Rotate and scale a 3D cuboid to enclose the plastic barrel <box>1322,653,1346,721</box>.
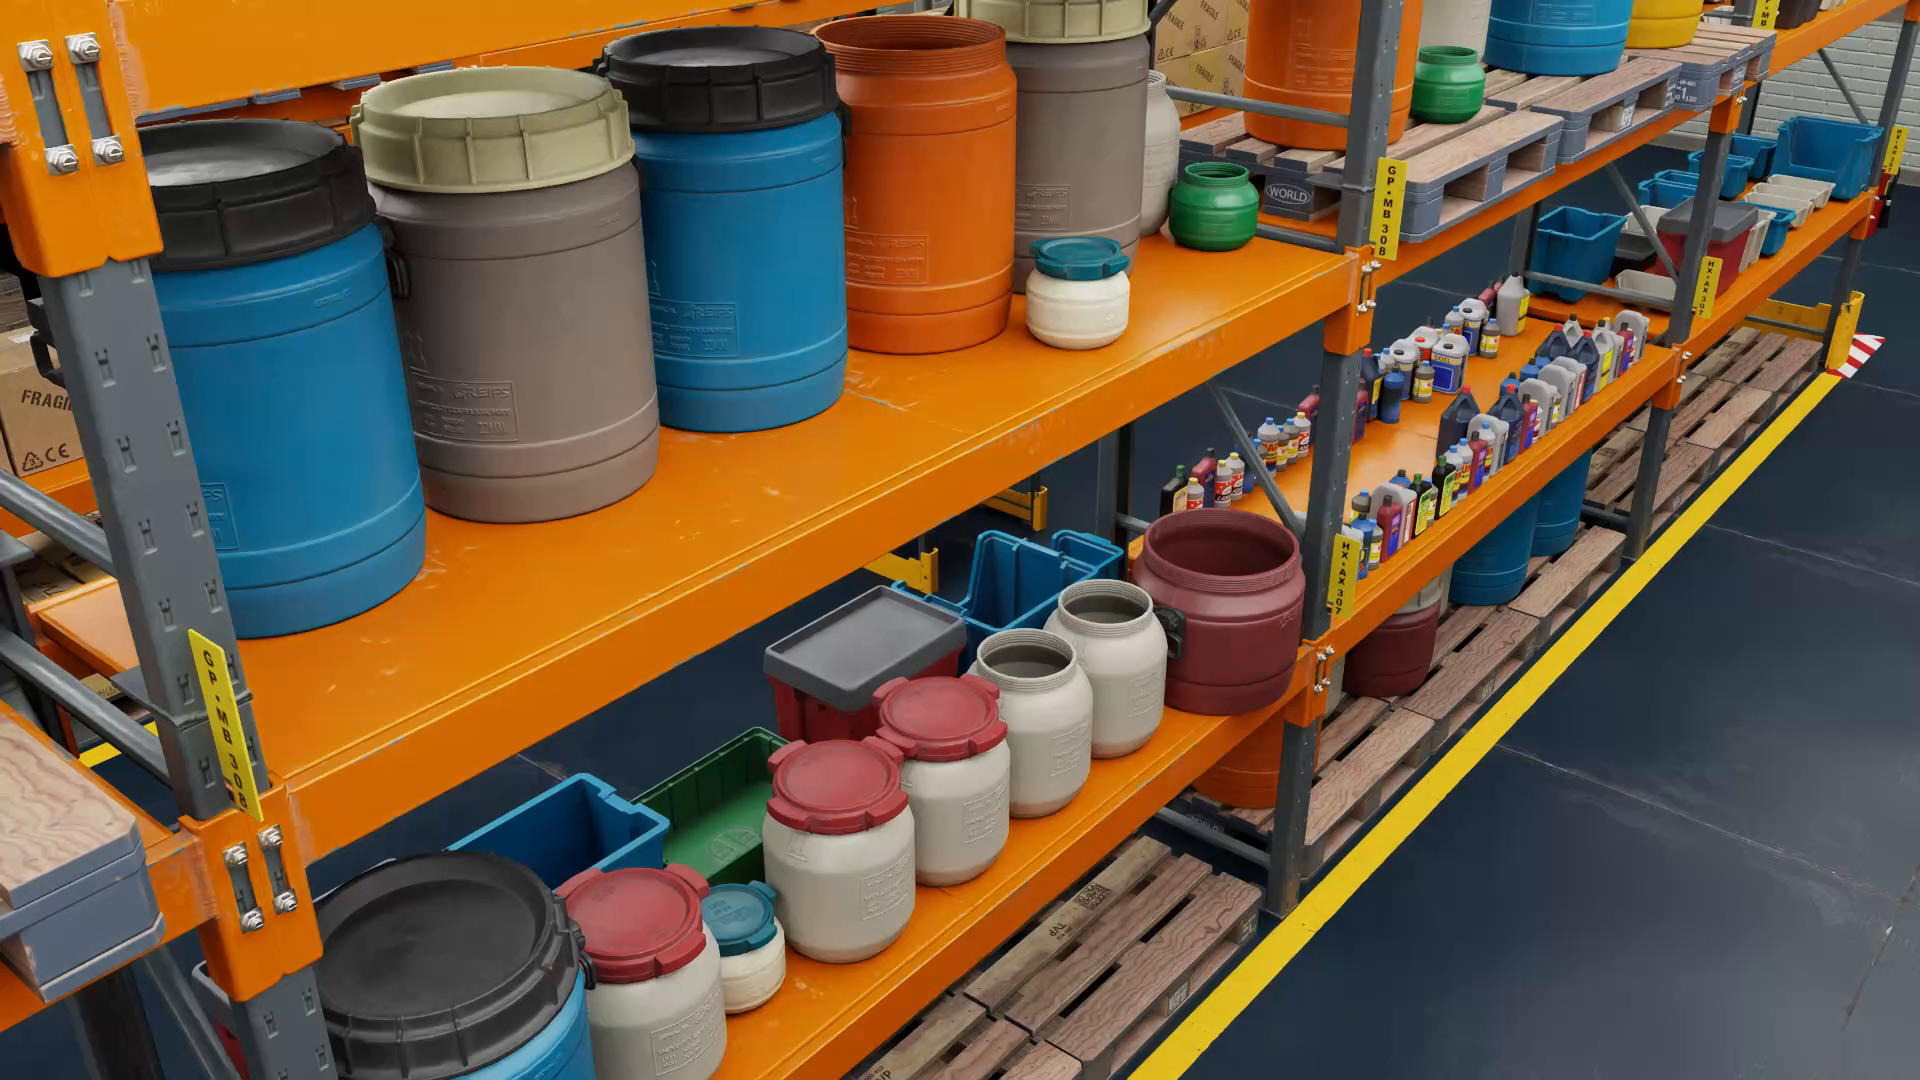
[{"bbox_3d":[1.552,0.564,7.646,0.421,0.512,0.421,0,27,0],"label":"plastic barrel"}]

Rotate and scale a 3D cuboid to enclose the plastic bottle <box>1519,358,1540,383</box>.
[{"bbox_3d":[2.759,-0.750,8.076,0.097,0.271,0.097,0,27,0],"label":"plastic bottle"}]

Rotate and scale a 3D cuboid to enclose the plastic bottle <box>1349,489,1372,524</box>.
[{"bbox_3d":[1.674,-0.114,6.922,0.097,0.201,0.097,0,27,0],"label":"plastic bottle"}]

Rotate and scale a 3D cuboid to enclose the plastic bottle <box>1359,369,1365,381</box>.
[{"bbox_3d":[1.868,-0.666,7.900,0.061,0.283,0.133,21,34,34],"label":"plastic bottle"}]

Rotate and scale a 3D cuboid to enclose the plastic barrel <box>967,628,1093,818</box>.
[{"bbox_3d":[0.206,0.577,5.248,0.421,0.512,0.421,0,27,0],"label":"plastic barrel"}]

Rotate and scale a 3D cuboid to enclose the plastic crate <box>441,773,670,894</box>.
[{"bbox_3d":[-1.119,0.994,4.582,0.392,0.384,0.575,21,34,34],"label":"plastic crate"}]

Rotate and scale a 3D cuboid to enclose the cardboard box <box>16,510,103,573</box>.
[{"bbox_3d":[-4.397,0.038,8.337,0.500,0.311,0.500,20,34,34],"label":"cardboard box"}]

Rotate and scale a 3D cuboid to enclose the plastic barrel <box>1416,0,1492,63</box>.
[{"bbox_3d":[1.975,-2.201,6.871,0.433,0.535,0.433,0,27,0],"label":"plastic barrel"}]

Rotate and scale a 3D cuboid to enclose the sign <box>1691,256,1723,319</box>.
[{"bbox_3d":[3.931,-1.329,8.754,0.100,0.325,0.005,21,34,34],"label":"sign"}]

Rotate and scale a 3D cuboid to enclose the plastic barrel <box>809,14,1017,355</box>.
[{"bbox_3d":[-0.143,-1.013,4.712,0.600,0.830,0.708,21,34,34],"label":"plastic barrel"}]

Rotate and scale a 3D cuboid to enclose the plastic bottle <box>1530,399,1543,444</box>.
[{"bbox_3d":[2.667,-0.558,7.780,0.097,0.201,0.097,0,27,0],"label":"plastic bottle"}]

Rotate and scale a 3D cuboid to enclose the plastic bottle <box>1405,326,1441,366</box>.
[{"bbox_3d":[2.330,-0.932,8.421,0.152,0.276,0.135,21,34,34],"label":"plastic bottle"}]

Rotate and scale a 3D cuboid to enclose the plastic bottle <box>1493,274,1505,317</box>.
[{"bbox_3d":[2.945,-1.311,9.146,0.061,0.283,0.133,21,34,34],"label":"plastic bottle"}]

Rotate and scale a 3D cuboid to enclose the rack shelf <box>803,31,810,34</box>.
[{"bbox_3d":[-2.865,-4.653,16.262,1.077,0.370,4.000,21,34,34],"label":"rack shelf"}]

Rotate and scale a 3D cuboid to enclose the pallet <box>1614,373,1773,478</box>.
[{"bbox_3d":[4.721,-0.836,11.136,1.003,0.211,1.213,21,34,34],"label":"pallet"}]

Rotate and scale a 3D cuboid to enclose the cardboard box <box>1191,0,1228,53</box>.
[{"bbox_3d":[1.840,-4.306,13.612,0.500,0.500,0.500,22,34,36],"label":"cardboard box"}]

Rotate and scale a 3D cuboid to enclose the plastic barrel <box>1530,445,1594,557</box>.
[{"bbox_3d":[3.148,-0.434,9.152,0.600,0.901,0.708,21,34,34],"label":"plastic barrel"}]

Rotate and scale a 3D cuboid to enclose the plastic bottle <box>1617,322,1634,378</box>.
[{"bbox_3d":[3.394,-0.986,8.519,0.061,0.283,0.133,21,34,34],"label":"plastic bottle"}]

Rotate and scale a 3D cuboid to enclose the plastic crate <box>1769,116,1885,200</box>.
[{"bbox_3d":[5.983,-2.655,11.514,0.616,0.435,0.499,21,34,34],"label":"plastic crate"}]

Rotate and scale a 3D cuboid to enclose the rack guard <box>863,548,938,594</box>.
[{"bbox_3d":[-0.365,0.093,9.299,0.587,0.250,0.087,21,34,34],"label":"rack guard"}]

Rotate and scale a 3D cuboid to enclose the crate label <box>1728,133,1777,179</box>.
[{"bbox_3d":[5.641,-2.747,11.912,0.416,0.233,0.303,21,34,34],"label":"crate label"}]

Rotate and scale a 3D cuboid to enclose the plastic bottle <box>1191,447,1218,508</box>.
[{"bbox_3d":[1.038,-0.248,7.091,0.061,0.283,0.133,21,34,34],"label":"plastic bottle"}]

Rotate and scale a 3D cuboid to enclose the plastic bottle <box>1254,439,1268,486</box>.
[{"bbox_3d":[1.311,-0.350,7.379,0.097,0.201,0.097,0,27,0],"label":"plastic bottle"}]

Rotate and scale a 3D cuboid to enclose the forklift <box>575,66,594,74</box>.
[{"bbox_3d":[-3.452,-3.177,12.701,3.031,2.935,1.130,-2,27,-3],"label":"forklift"}]

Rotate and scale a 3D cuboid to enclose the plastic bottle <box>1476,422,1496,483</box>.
[{"bbox_3d":[2.317,-0.394,7.387,0.097,0.271,0.097,0,27,0],"label":"plastic bottle"}]

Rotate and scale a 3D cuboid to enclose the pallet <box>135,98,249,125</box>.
[{"bbox_3d":[-3.928,-1.983,7.259,1.003,0.211,1.213,23,35,37],"label":"pallet"}]

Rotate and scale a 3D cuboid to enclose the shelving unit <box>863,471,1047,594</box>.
[{"bbox_3d":[-0.048,-0.639,9.353,0.587,1.500,1.083,21,34,34],"label":"shelving unit"}]

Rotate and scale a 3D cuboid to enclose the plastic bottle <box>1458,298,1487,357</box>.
[{"bbox_3d":[2.686,-1.130,8.805,0.152,0.276,0.135,21,34,34],"label":"plastic bottle"}]

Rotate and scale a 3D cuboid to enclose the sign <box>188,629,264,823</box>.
[{"bbox_3d":[-1.163,0.297,2.637,0.100,0.325,0.005,21,34,34],"label":"sign"}]

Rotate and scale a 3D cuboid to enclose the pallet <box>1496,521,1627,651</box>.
[{"bbox_3d":[2.985,0.132,9.265,1.003,0.211,1.213,21,34,34],"label":"pallet"}]

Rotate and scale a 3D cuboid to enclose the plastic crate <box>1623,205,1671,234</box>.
[{"bbox_3d":[4.383,-1.983,10.539,0.293,0.136,0.466,21,34,34],"label":"plastic crate"}]

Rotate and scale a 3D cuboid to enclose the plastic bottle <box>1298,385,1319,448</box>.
[{"bbox_3d":[1.618,-0.571,7.716,0.061,0.283,0.133,21,34,34],"label":"plastic bottle"}]

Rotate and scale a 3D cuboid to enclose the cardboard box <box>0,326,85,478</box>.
[{"bbox_3d":[-4.246,-0.657,7.646,0.500,0.500,0.500,21,34,34],"label":"cardboard box"}]

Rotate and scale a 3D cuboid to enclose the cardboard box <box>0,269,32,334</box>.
[{"bbox_3d":[-7.099,-1.660,11.935,0.700,0.500,0.500,21,34,35],"label":"cardboard box"}]

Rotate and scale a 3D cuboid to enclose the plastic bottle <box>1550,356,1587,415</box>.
[{"bbox_3d":[2.953,-0.770,8.109,0.152,0.276,0.135,21,34,34],"label":"plastic bottle"}]

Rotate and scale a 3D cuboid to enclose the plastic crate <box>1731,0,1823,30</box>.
[{"bbox_3d":[4.509,-3.002,9.167,0.497,0.269,0.590,21,34,34],"label":"plastic crate"}]

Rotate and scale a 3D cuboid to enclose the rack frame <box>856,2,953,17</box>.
[{"bbox_3d":[-0.312,-2.817,11.930,1.000,3.000,0.127,21,34,34],"label":"rack frame"}]

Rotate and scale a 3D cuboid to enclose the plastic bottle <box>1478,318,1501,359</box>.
[{"bbox_3d":[2.795,-1.067,8.765,0.097,0.201,0.097,0,27,0],"label":"plastic bottle"}]

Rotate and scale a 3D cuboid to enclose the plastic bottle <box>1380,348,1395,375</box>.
[{"bbox_3d":[2.088,-0.814,8.199,0.097,0.271,0.097,0,27,0],"label":"plastic bottle"}]

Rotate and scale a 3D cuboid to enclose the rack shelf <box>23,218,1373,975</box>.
[{"bbox_3d":[-0.309,-0.253,4.493,1.077,0.370,4.000,21,34,34],"label":"rack shelf"}]

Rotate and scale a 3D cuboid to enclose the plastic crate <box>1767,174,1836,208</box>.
[{"bbox_3d":[5.673,-2.353,11.256,0.396,0.136,0.243,21,34,34],"label":"plastic crate"}]

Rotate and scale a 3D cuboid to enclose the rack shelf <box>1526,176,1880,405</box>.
[{"bbox_3d":[4.780,-1.757,10.665,1.077,0.370,4.000,21,34,34],"label":"rack shelf"}]

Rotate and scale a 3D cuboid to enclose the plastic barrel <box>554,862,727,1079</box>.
[{"bbox_3d":[-0.803,1.133,4.147,0.433,0.535,0.433,0,27,0],"label":"plastic barrel"}]

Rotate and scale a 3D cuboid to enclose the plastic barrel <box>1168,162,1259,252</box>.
[{"bbox_3d":[0.846,-1.110,5.536,0.294,0.245,0.294,0,27,0],"label":"plastic barrel"}]

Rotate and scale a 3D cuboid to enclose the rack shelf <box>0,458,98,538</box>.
[{"bbox_3d":[-4.129,-0.370,7.983,1.077,0.370,4.000,21,34,34],"label":"rack shelf"}]

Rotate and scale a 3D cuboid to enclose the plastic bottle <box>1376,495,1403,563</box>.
[{"bbox_3d":[1.732,-0.060,6.728,0.061,0.283,0.133,21,34,34],"label":"plastic bottle"}]

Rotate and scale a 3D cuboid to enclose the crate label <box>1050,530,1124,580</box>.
[{"bbox_3d":[0.406,0.165,6.349,0.303,0.233,0.416,21,34,34],"label":"crate label"}]

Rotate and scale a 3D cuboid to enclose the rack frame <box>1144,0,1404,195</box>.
[{"bbox_3d":[0.963,-2.614,5.010,1.000,3.000,0.127,21,34,34],"label":"rack frame"}]

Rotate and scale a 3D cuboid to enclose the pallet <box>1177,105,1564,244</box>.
[{"bbox_3d":[1.525,-1.441,6.211,1.003,0.211,1.213,21,34,34],"label":"pallet"}]

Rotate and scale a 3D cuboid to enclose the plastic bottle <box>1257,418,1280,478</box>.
[{"bbox_3d":[1.373,-0.416,7.430,0.097,0.271,0.097,0,27,0],"label":"plastic bottle"}]

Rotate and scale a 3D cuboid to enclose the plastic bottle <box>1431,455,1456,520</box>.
[{"bbox_3d":[2.049,-0.237,7.070,0.061,0.283,0.133,21,34,34],"label":"plastic bottle"}]

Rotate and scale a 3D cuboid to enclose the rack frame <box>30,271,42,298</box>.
[{"bbox_3d":[-6.681,-2.845,11.985,1.000,3.000,0.127,21,34,34],"label":"rack frame"}]
